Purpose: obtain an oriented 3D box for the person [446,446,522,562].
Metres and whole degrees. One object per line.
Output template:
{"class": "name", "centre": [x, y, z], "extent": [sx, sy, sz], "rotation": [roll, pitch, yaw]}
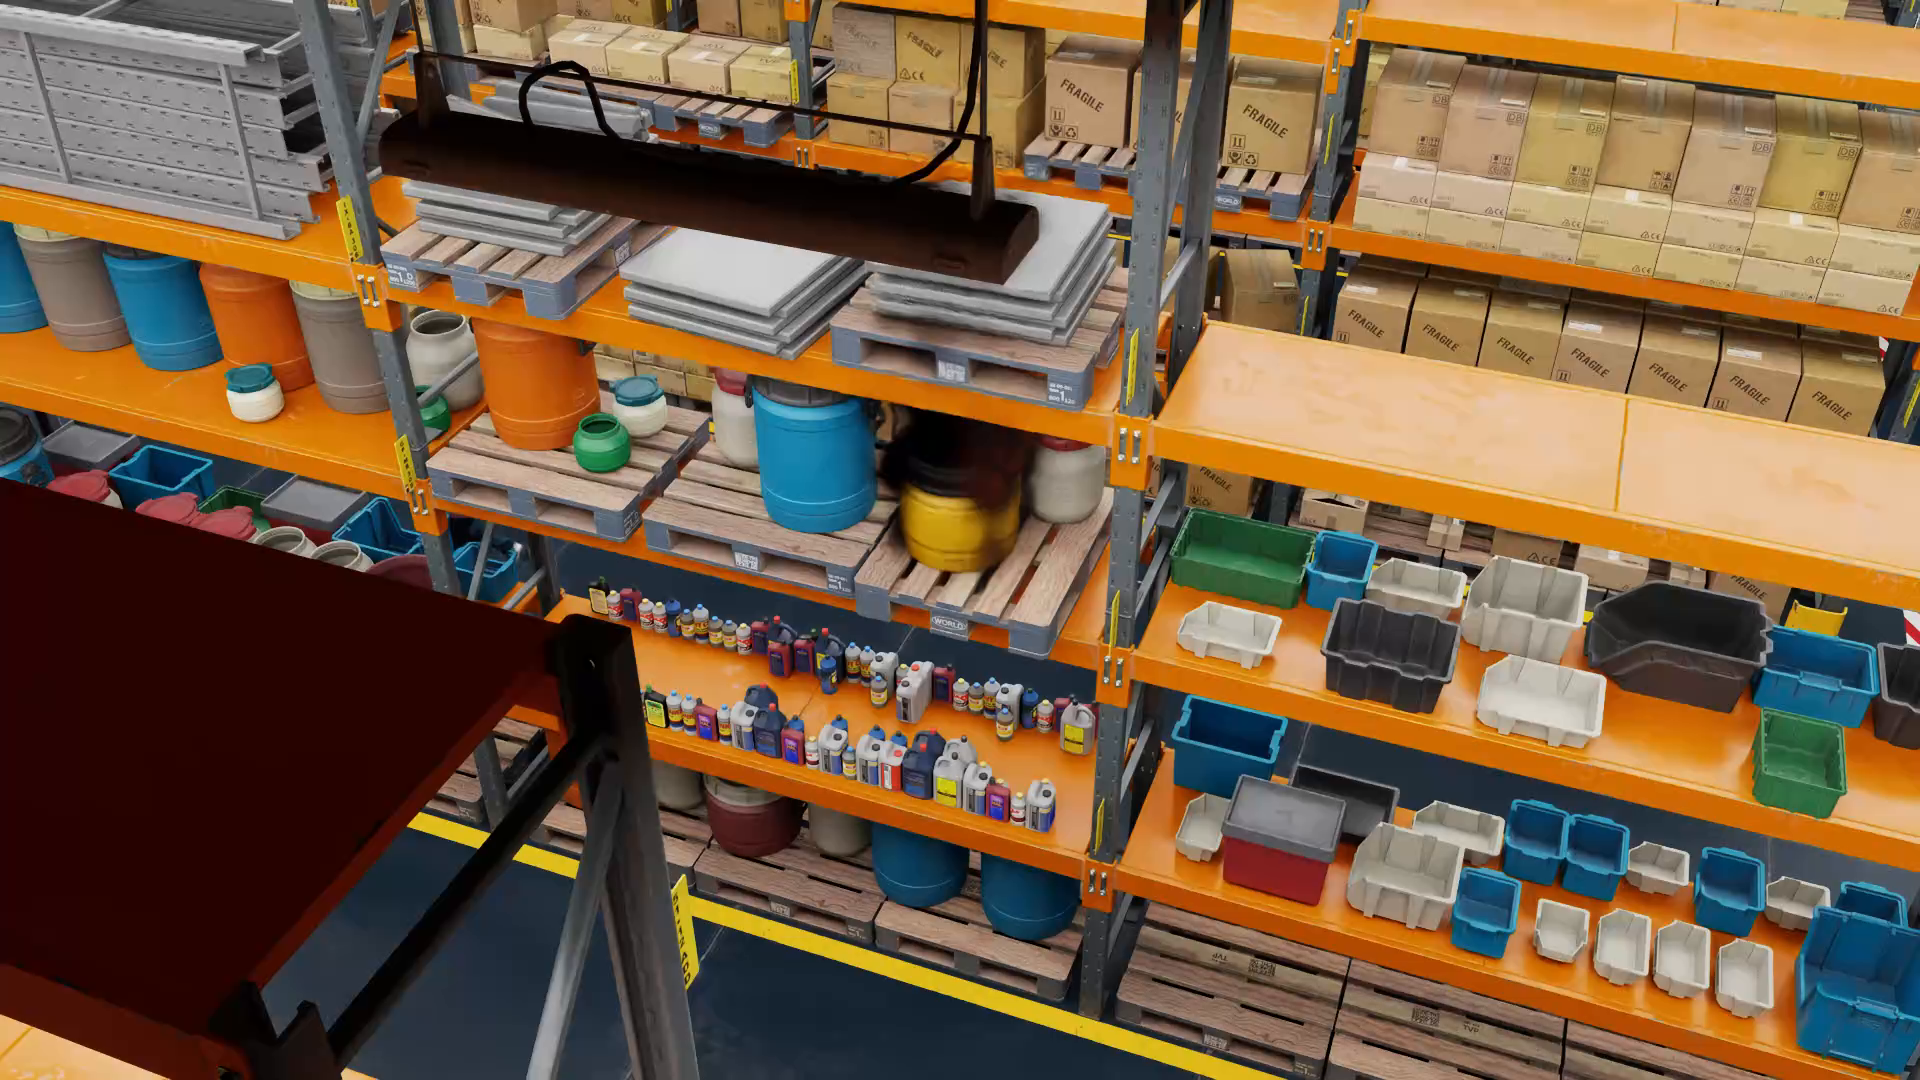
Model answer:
{"class": "person", "centre": [-3.646, -0.247, 12.443], "extent": [0.576, 1.560, 0.536], "rotation": [7, 37, 9]}
